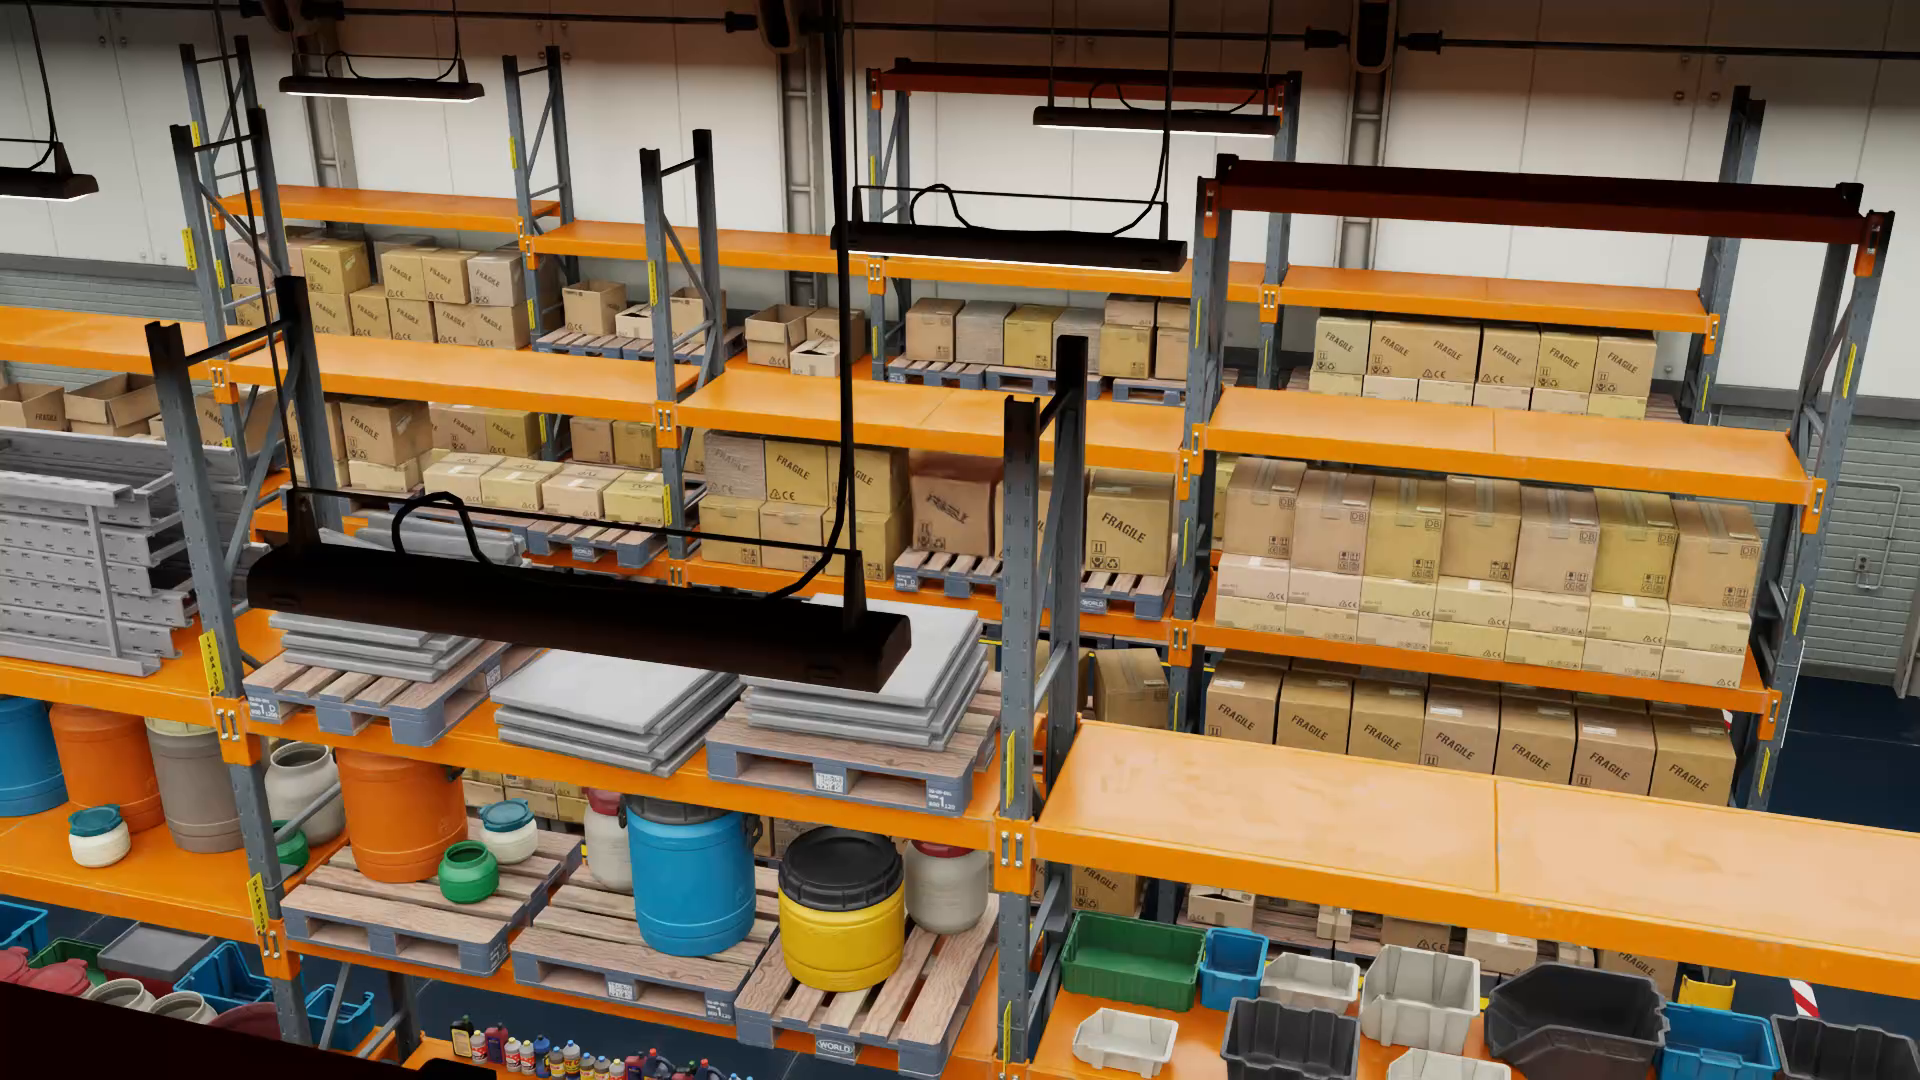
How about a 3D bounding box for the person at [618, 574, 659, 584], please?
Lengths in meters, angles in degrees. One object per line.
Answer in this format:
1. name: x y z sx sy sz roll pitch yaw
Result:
1. person: -3.466 0.390 17.591 0.918 1.688 0.569 2 23 5
